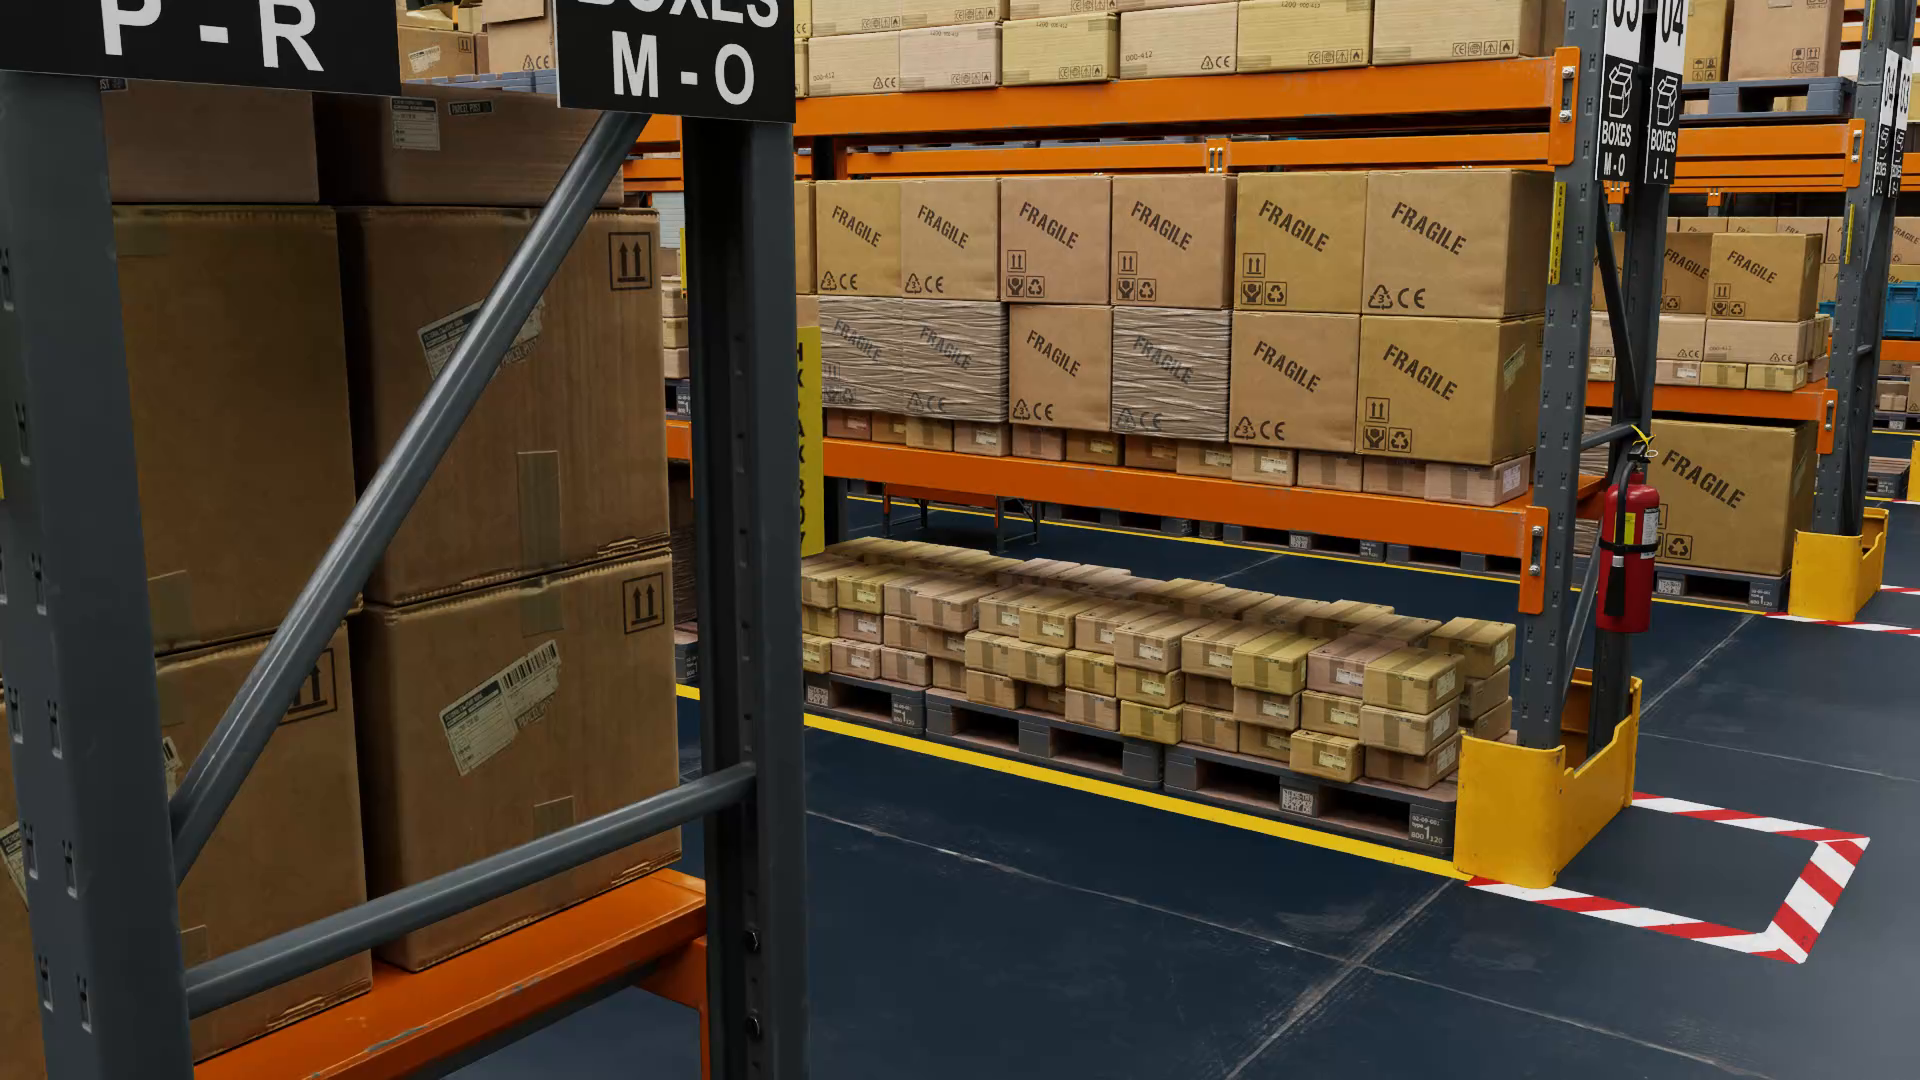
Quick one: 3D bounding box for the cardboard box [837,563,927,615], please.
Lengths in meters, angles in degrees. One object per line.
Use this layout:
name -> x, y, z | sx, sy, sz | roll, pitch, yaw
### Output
cardboard box -> -0.362, 0.227, 7.794 | 0.250, 0.149, 0.380 | 8, 13, 35

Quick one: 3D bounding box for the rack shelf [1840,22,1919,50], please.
rack shelf -> 9.559, -5.436, 18.339 | 4.000, 0.370, 1.077 | 8, 13, 36

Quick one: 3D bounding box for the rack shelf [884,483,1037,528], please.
rack shelf -> 0.005, -0.311, 11.965 | 1.000, 0.278, 0.538 | 8, 13, 36

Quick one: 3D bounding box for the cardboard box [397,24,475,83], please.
cardboard box -> -3.045, -2.562, 9.215 | 0.500, 0.500, 0.500 | 8, 13, 36

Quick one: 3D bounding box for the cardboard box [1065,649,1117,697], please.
cardboard box -> 0.652, 0.529, 7.013 | 0.250, 0.149, 0.380 | 9, 14, 38

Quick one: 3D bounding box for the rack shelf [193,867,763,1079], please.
rack shelf -> -2.173, 0.541, 3.229 | 4.000, 0.370, 1.077 | 8, 13, 36

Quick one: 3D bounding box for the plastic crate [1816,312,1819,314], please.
plastic crate -> 7.476, -1.966, 14.830 | 0.298, 0.136, 0.250 | 8, 13, 36

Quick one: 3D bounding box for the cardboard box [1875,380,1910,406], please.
cardboard box -> 10.498, -1.647, 18.728 | 0.500, 0.250, 0.500 | 8, 13, 36

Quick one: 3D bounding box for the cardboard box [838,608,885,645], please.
cardboard box -> -0.359, 0.368, 7.849 | 0.250, 0.149, 0.380 | 8, 13, 35

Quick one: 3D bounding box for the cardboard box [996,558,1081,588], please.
cardboard box -> 0.374, 0.202, 7.920 | 0.250, 0.149, 0.380 | 7, 13, 33

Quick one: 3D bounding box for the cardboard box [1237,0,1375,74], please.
cardboard box -> 1.348, -1.822, 6.050 | 0.500, 0.250, 0.500 | 8, 14, 36

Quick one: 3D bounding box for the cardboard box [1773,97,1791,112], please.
cardboard box -> 9.087, -4.901, 18.672 | 0.500, 0.500, 0.700 | 8, 13, 36

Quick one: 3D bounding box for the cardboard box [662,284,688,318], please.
cardboard box -> -1.376, -1.196, 8.305 | 0.250, 0.149, 0.380 | 9, 14, 38

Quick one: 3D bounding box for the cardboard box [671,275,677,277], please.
cardboard box -> -2.358, -2.360, 15.620 | 0.500, 0.250, 0.500 | 7, 13, 34

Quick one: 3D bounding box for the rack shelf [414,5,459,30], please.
rack shelf -> -5.980, -5.269, 17.476 | 4.000, 0.370, 1.077 | 8, 13, 36

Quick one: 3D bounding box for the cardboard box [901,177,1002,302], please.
cardboard box -> 0.097, -1.287, 7.105 | 0.500, 0.500, 0.500 | 8, 14, 36

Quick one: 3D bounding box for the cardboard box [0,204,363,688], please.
cardboard box -> -1.091, -0.145, 1.986 | 0.500, 0.500, 0.500 | 9, 14, 37

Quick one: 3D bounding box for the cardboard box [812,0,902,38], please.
cardboard box -> -0.292, -2.303, 7.218 | 0.500, 0.250, 0.500 | 8, 13, 35

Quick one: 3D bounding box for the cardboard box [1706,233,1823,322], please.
cardboard box -> 4.756, -1.559, 9.831 | 0.500, 0.500, 0.500 | 8, 14, 36

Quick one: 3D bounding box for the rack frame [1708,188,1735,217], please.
rack frame -> 10.876, -3.829, 23.925 | 0.127, 3.000, 1.000 | 8, 13, 36

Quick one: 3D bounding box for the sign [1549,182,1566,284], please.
sign -> 1.942, -0.997, 5.407 | 0.005, 0.325, 0.100 | 8, 13, 36

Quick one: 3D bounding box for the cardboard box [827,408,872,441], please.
cardboard box -> -0.404, -0.561, 7.695 | 0.250, 0.149, 0.380 | 7, 13, 33

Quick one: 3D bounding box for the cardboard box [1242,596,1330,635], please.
cardboard box -> 1.396, 0.358, 7.114 | 0.250, 0.149, 0.380 | 7, 13, 33

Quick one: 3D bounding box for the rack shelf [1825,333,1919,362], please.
rack shelf -> 6.624, -1.734, 14.991 | 4.000, 0.370, 1.077 | 8, 13, 36

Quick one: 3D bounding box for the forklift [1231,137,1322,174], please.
forklift -> 2.209, -1.959, 14.437 | 3.031, 2.935, 1.130 | 9, 14, 38

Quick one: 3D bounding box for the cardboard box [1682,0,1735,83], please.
cardboard box -> 4.471, -3.013, 10.179 | 0.500, 0.500, 0.700 | 7, 13, 33

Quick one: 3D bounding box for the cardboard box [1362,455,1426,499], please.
cardboard box -> 1.679, -0.260, 6.139 | 0.250, 0.149, 0.380 | 8, 13, 35

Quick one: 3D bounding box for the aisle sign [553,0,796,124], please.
aisle sign -> -0.332, -0.900, 1.940 | 0.004, 0.787, 0.394 | 8, 13, 36

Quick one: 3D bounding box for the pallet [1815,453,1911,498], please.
pallet -> 7.594, -0.592, 14.535 | 1.213, 0.211, 1.003 | 8, 13, 36

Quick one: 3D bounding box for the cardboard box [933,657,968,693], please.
cardboard box -> 0.084, 0.573, 7.570 | 0.250, 0.149, 0.380 | 7, 13, 33

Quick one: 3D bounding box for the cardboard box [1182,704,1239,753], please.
cardboard box -> 1.103, 0.728, 6.771 | 0.250, 0.149, 0.380 | 8, 14, 36

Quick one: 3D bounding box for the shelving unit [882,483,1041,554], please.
shelving unit -> 0.005, -0.552, 11.919 | 1.048, 1.125, 0.538 | 8, 13, 36

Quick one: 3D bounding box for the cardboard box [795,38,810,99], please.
cardboard box -> -0.720, -2.113, 7.551 | 0.500, 0.250, 0.500 | 9, 14, 38

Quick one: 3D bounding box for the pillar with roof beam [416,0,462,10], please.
pillar with roof beam -> -14.776, -9.542, 37.660 | 0.548, 9.000, 9.100 | 8, 13, 36

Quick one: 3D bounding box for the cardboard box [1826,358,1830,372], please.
cardboard box -> 12.234, -2.593, 23.012 | 0.500, 0.500, 0.700 | 8, 14, 37

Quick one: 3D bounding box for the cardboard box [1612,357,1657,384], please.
cardboard box -> 4.209, -1.056, 10.254 | 0.250, 0.149, 0.380 | 8, 14, 37

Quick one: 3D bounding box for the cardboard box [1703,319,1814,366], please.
cardboard box -> 4.757, -1.191, 9.899 | 0.500, 0.250, 0.500 | 8, 13, 35

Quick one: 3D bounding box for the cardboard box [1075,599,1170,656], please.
cardboard box -> 0.690, 0.370, 7.051 | 0.250, 0.149, 0.380 | 7, 13, 34

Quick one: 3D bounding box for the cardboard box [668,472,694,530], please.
cardboard box -> -1.687, -0.198, 8.658 | 0.500, 0.250, 0.500 | 8, 13, 34

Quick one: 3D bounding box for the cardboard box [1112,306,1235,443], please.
cardboard box -> 0.946, -0.677, 6.585 | 0.500, 0.500, 0.500 | 8, 14, 36

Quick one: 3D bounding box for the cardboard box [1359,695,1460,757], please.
cardboard box -> 1.693, 0.675, 6.258 | 0.250, 0.149, 0.380 | 8, 13, 34

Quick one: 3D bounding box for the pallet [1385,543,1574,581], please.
pallet -> 3.634, 0.050, 11.218 | 1.213, 0.211, 1.003 | 8, 13, 36

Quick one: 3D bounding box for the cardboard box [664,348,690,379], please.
cardboard box -> -1.374, -0.903, 8.357 | 0.250, 0.149, 0.380 | 8, 13, 34

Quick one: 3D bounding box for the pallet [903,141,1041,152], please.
pallet -> 0.310, -3.194, 13.243 | 1.213, 0.211, 1.003 | 9, 14, 38

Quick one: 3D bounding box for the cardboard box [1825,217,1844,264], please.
cardboard box -> 9.821, -3.283, 18.205 | 0.500, 0.500, 0.500 | 8, 14, 37

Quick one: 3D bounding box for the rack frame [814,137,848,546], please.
rack frame -> -0.937, -0.806, 8.299 | 0.127, 3.000, 1.000 | 8, 13, 36

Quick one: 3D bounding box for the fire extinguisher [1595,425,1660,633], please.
fire extinguisher -> 2.217, -0.036, 5.506 | 0.183, 0.674, 0.296 | 8, 13, 36

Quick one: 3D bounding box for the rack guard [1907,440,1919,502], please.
rack guard -> 8.263, -0.635, 13.994 | 0.348, 0.500, 1.175 | 8, 13, 36

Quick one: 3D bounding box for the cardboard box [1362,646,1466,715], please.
cardboard box -> 1.710, 0.524, 6.256 | 0.250, 0.149, 0.380 | 8, 14, 36

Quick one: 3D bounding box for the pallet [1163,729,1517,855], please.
pallet -> 1.592, 0.907, 6.784 | 1.213, 0.211, 1.003 | 8, 13, 36

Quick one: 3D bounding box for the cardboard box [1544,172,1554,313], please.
cardboard box -> 2.082, -1.134, 6.313 | 0.500, 0.500, 0.500 | 8, 13, 35

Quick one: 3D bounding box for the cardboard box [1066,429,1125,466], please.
cardboard box -> 0.647, -0.412, 6.924 | 0.250, 0.149, 0.380 | 8, 14, 37
